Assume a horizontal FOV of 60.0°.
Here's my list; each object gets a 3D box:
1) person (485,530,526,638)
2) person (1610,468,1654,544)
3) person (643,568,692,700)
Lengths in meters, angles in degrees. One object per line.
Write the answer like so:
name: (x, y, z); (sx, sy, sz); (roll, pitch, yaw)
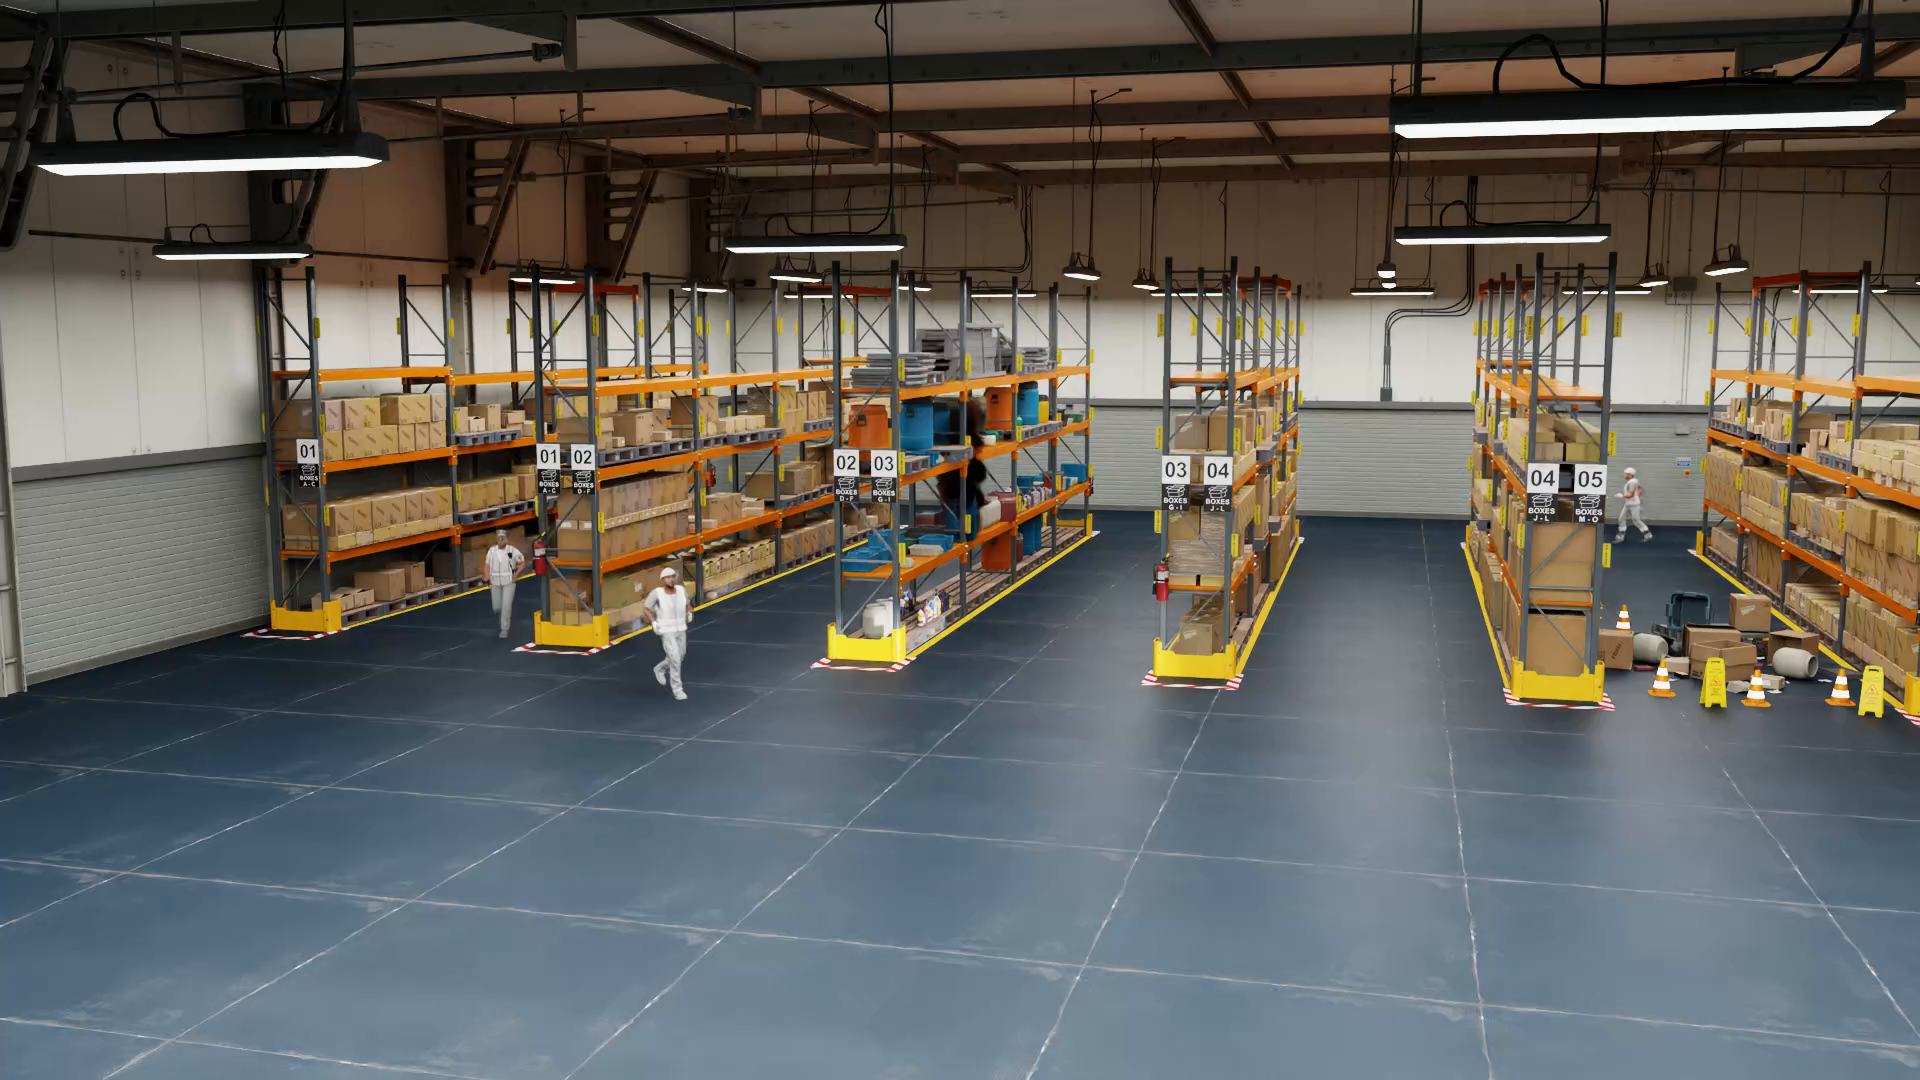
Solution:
person: (-7.479, 0.691, 27.322); (0.663, 1.761, 0.733); (0, 7, -1)
person: (15.622, -0.774, 38.560); (0.928, 1.811, 0.604); (2, 8, 16)
person: (-3.961, 1.254, 22.752); (0.673, 1.779, 0.837); (-6, 9, -39)
